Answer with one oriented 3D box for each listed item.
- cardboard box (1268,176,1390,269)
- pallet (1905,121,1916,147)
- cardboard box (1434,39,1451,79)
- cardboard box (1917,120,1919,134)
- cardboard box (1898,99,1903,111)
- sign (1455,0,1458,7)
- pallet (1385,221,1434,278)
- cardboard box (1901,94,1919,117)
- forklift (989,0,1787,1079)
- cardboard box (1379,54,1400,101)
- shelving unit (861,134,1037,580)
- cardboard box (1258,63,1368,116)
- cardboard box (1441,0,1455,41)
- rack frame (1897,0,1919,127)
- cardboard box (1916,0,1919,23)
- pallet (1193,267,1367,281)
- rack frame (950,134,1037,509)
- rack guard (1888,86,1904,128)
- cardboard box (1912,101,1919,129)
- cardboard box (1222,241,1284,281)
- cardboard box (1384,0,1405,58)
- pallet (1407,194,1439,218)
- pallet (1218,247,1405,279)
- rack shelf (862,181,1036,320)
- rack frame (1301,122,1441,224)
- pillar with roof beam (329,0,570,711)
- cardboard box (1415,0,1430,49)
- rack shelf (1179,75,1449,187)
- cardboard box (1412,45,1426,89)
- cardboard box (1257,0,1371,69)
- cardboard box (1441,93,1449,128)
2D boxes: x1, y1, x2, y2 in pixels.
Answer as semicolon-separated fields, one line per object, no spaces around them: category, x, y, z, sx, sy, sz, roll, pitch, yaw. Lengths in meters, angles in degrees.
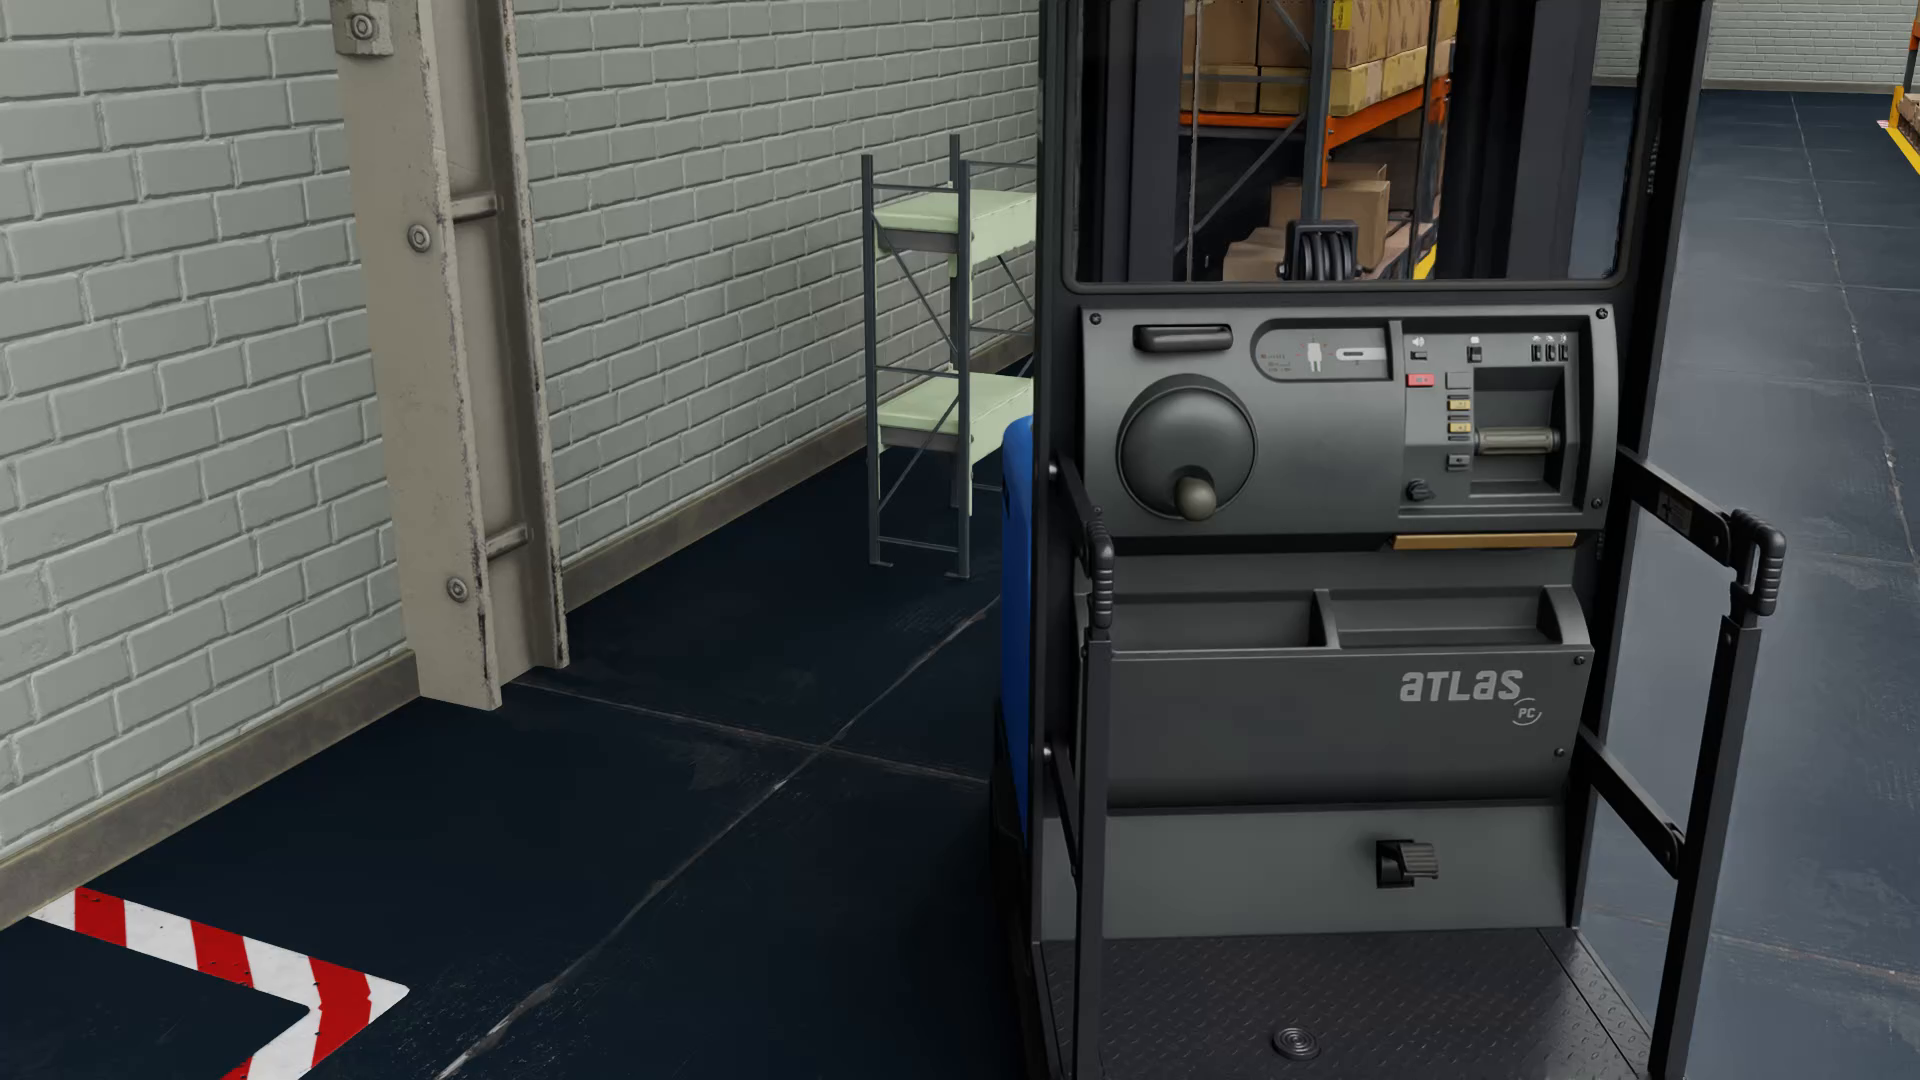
cardboard box;2.431;-2.101;10.973;0.700;0.500;0.500;7;21;19
pallet;11.701;-4.740;19.483;1.003;0.211;1.213;9;21;23
cardboard box;3.206;-3.455;11.902;0.500;0.250;0.500;9;21;23
cardboard box;10.895;-4.713;18.318;0.500;0.500;0.500;9;21;23
cardboard box;12.073;-5.476;20.988;0.380;0.149;0.250;9;21;23
sign;3.622;-4.039;12.057;0.100;0.325;0.005;9;21;23
pallet;2.881;-2.179;12.281;1.003;0.211;1.213;9;21;23
cardboard box;11.872;-5.324;20.411;0.500;0.250;0.500;9;21;23
forklift;0.686;-0.206;2.674;1.130;2.935;3.031;-1;20;-3
cardboard box;2.389;-2.840;10.173;0.500;0.250;0.500;8;21;22
shelving unit;-0.003;-0.705;6.212;0.431;1.500;0.755;9;21;23
cardboard box;1.975;-2.525;9.285;0.500;0.250;0.500;8;21;21
cardboard box;3.212;-3.808;11.775;0.500;0.500;0.500;8;21;23
rack frame;12.558;-6.693;20.812;1.000;3.000;0.127;9;21;23
cardboard box;12.136;-6.640;20.515;0.500;0.500;0.500;9;21;24
pallet;1.882;-1.433;10.184;1.003;0.211;1.213;9;21;23
rack frame;0.147;-0.816;6.526;0.400;1.500;0.023;9;21;23
rack guard;12.527;-5.492;21.165;1.175;0.500;0.348;9;21;23
cardboard box;11.202;-4.853;18.994;0.500;0.311;0.500;9;21;23
cardboard box;1.851;-1.620;9.903;0.500;0.311;0.500;6;20;17
cardboard box;2.384;-3.184;10.020;0.500;0.500;0.500;8;21;21
pallet;3.939;-3.002;14.594;1.003;0.211;1.213;9;21;23
pallet;2.383;-1.805;11.229;1.003;0.211;1.213;9;21;23
rack shelf;-0.003;-1.072;6.081;0.431;0.370;0.720;9;21;23
rack frame;3.124;-3.703;12.405;1.000;3.000;0.127;9;21;23
pillar with roof beam;2.454;-3.215;2.078;9.100;9.000;0.400;9;21;23
cardboard box;2.797;-3.502;10.915;0.500;0.500;0.500;8;21;21
rack shelf;2.305;-2.753;10.806;1.077;0.370;4.000;9;21;23
cardboard box;2.803;-3.148;11.039;0.500;0.250;0.500;8;21;22
cardboard box;1.955;-2.877;9.157;0.500;0.500;0.500;9;21;23
cardboard box;4.018;-3.758;14.514;0.500;0.250;0.500;8;21;22
